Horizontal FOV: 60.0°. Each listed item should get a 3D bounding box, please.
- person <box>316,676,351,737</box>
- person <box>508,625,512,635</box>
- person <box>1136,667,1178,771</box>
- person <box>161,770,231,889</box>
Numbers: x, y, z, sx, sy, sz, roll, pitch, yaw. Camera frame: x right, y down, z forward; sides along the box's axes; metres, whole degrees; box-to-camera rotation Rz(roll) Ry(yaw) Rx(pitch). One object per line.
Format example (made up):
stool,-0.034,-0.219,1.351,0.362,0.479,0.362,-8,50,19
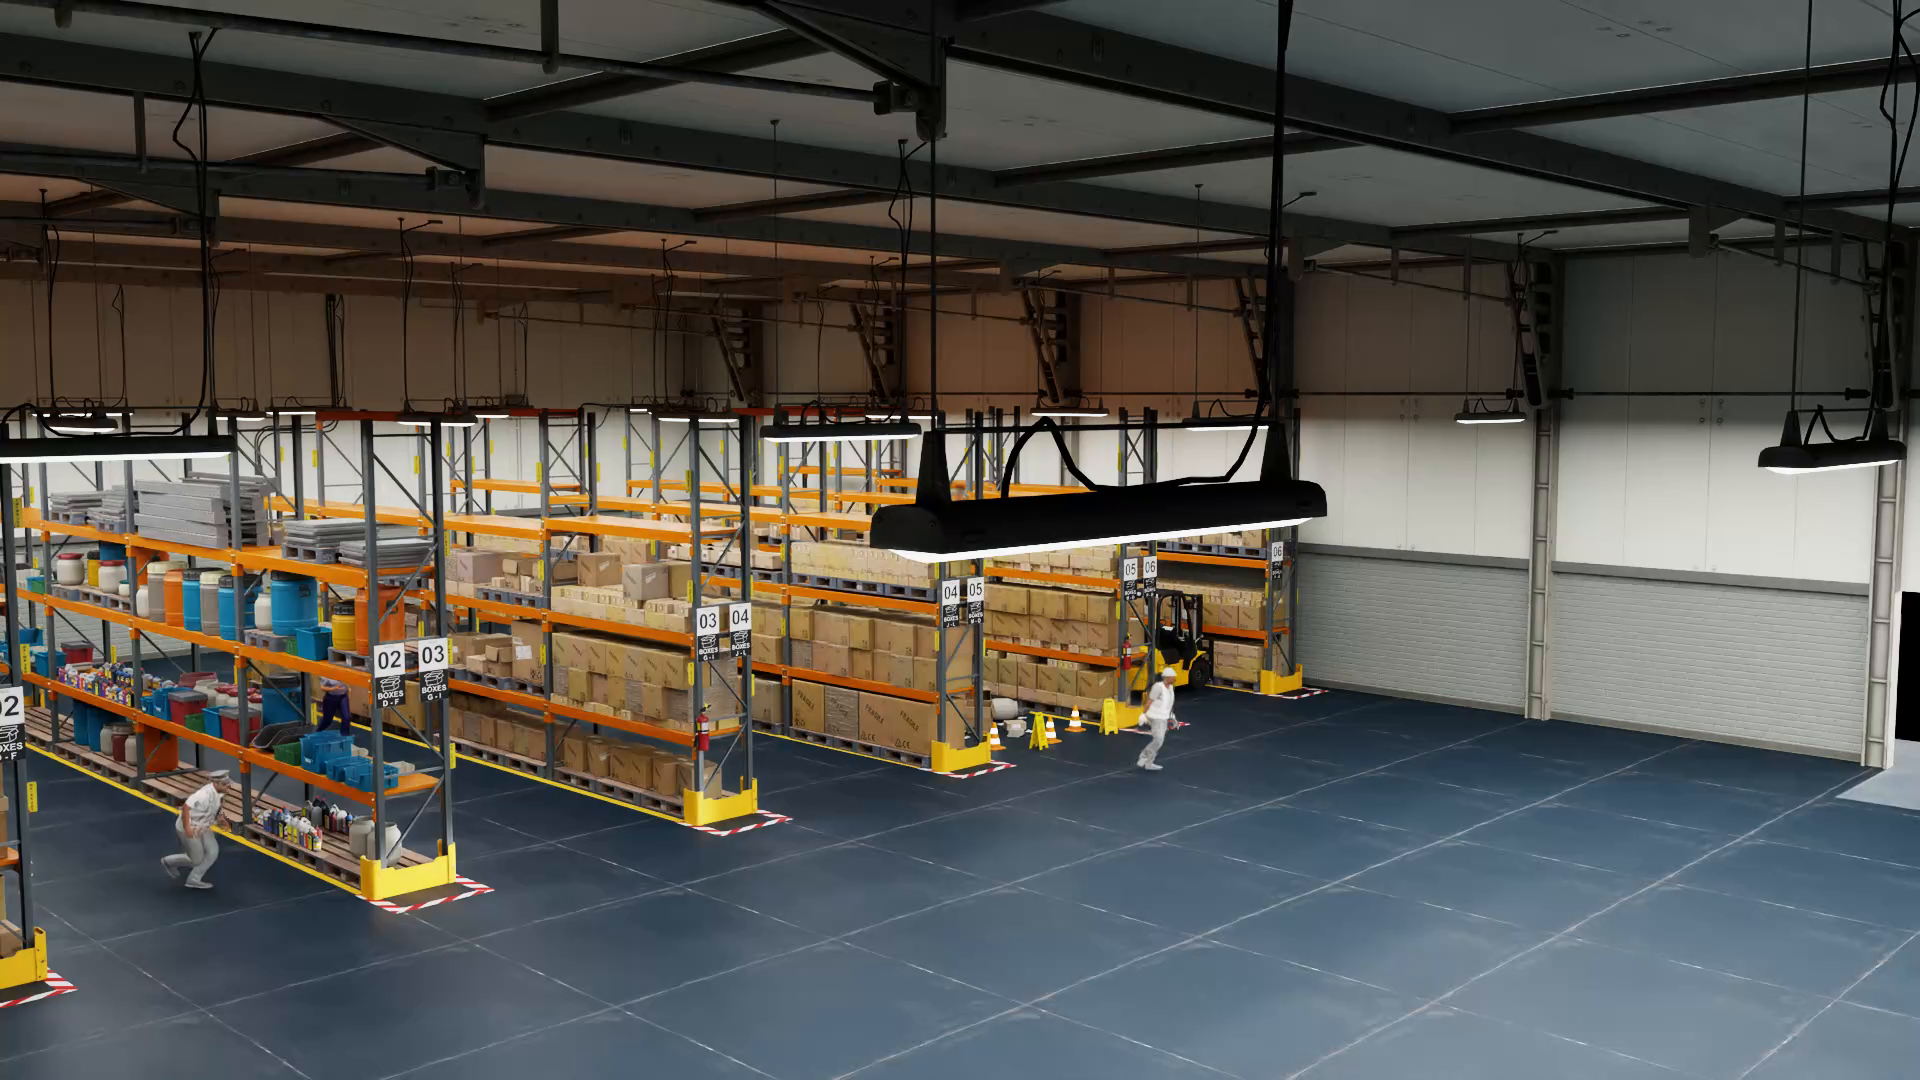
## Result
person,-11.161,2.892,29.670,0.595,1.690,0.901,-4,7,-41
person,-10.662,1.877,40.547,0.816,1.742,0.642,0,5,3
person,3.322,3.000,27.875,0.594,1.745,0.706,3,6,33
person,-9.735,3.696,21.169,0.966,1.553,0.678,1,5,8
